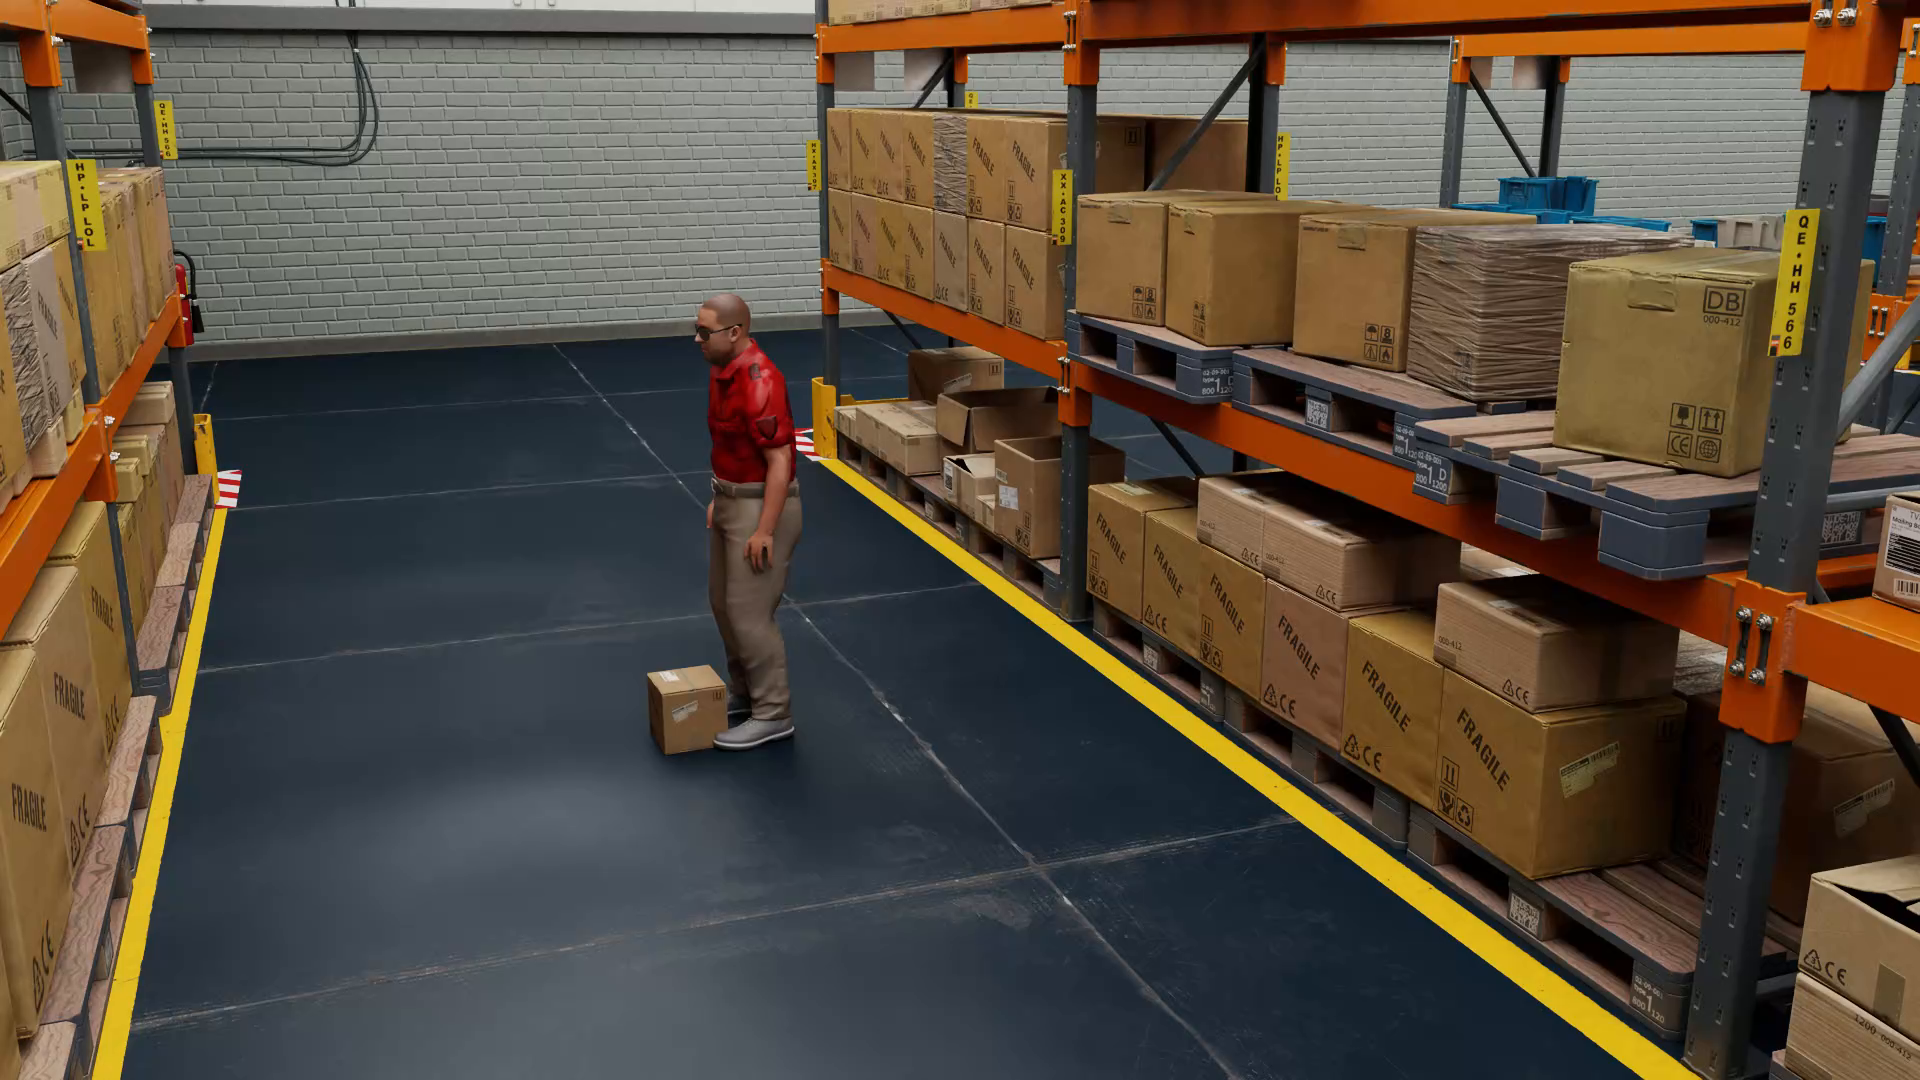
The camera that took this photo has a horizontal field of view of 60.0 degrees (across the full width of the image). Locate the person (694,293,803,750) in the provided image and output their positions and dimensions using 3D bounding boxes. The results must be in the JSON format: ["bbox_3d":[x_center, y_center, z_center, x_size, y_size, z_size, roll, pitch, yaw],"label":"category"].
[{"bbox_3d":[-0.820,-0.082,6.348,0.392,1.726,0.605,-7,17,-24],"label":"person"}]
